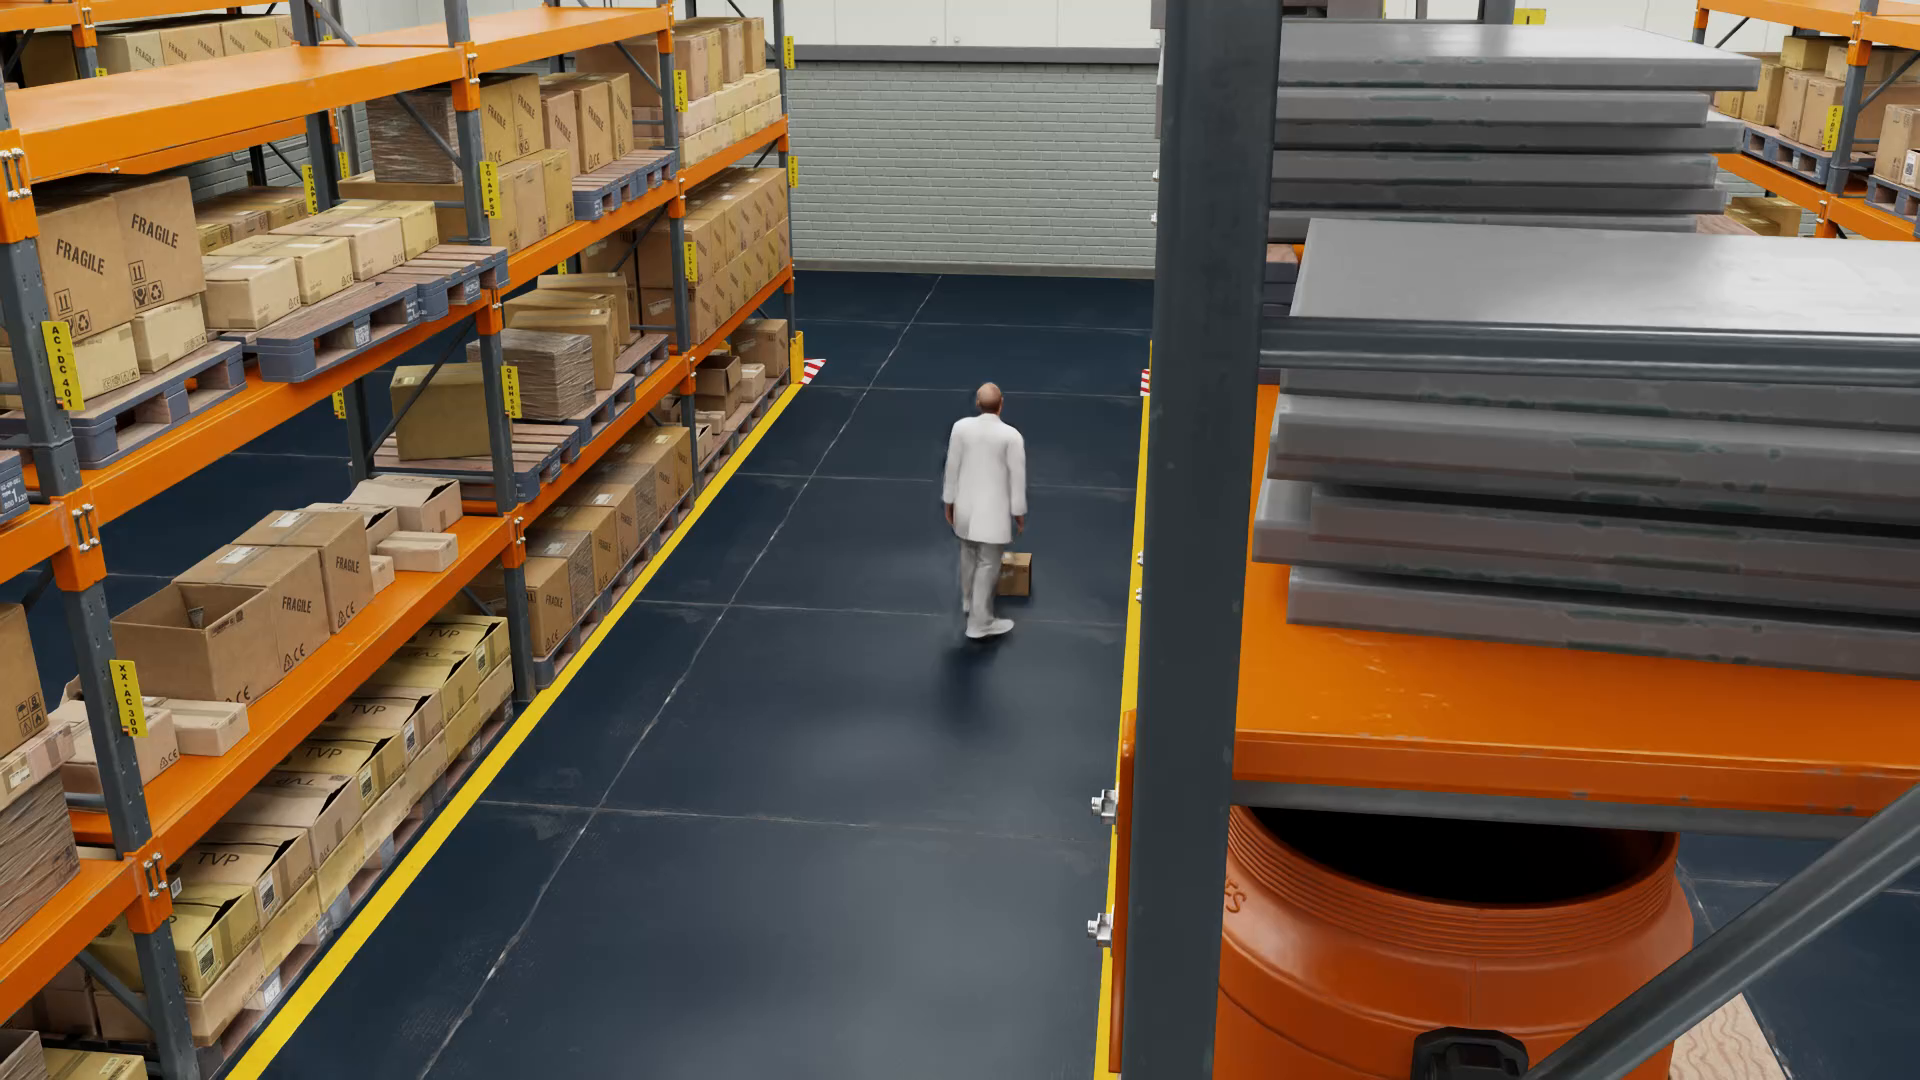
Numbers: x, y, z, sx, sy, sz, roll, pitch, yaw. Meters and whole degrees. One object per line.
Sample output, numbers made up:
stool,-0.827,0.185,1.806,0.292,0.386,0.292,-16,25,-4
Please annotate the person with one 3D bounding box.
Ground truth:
person,0.195,-0.248,11.695,0.614,1.765,0.768,10,23,24
